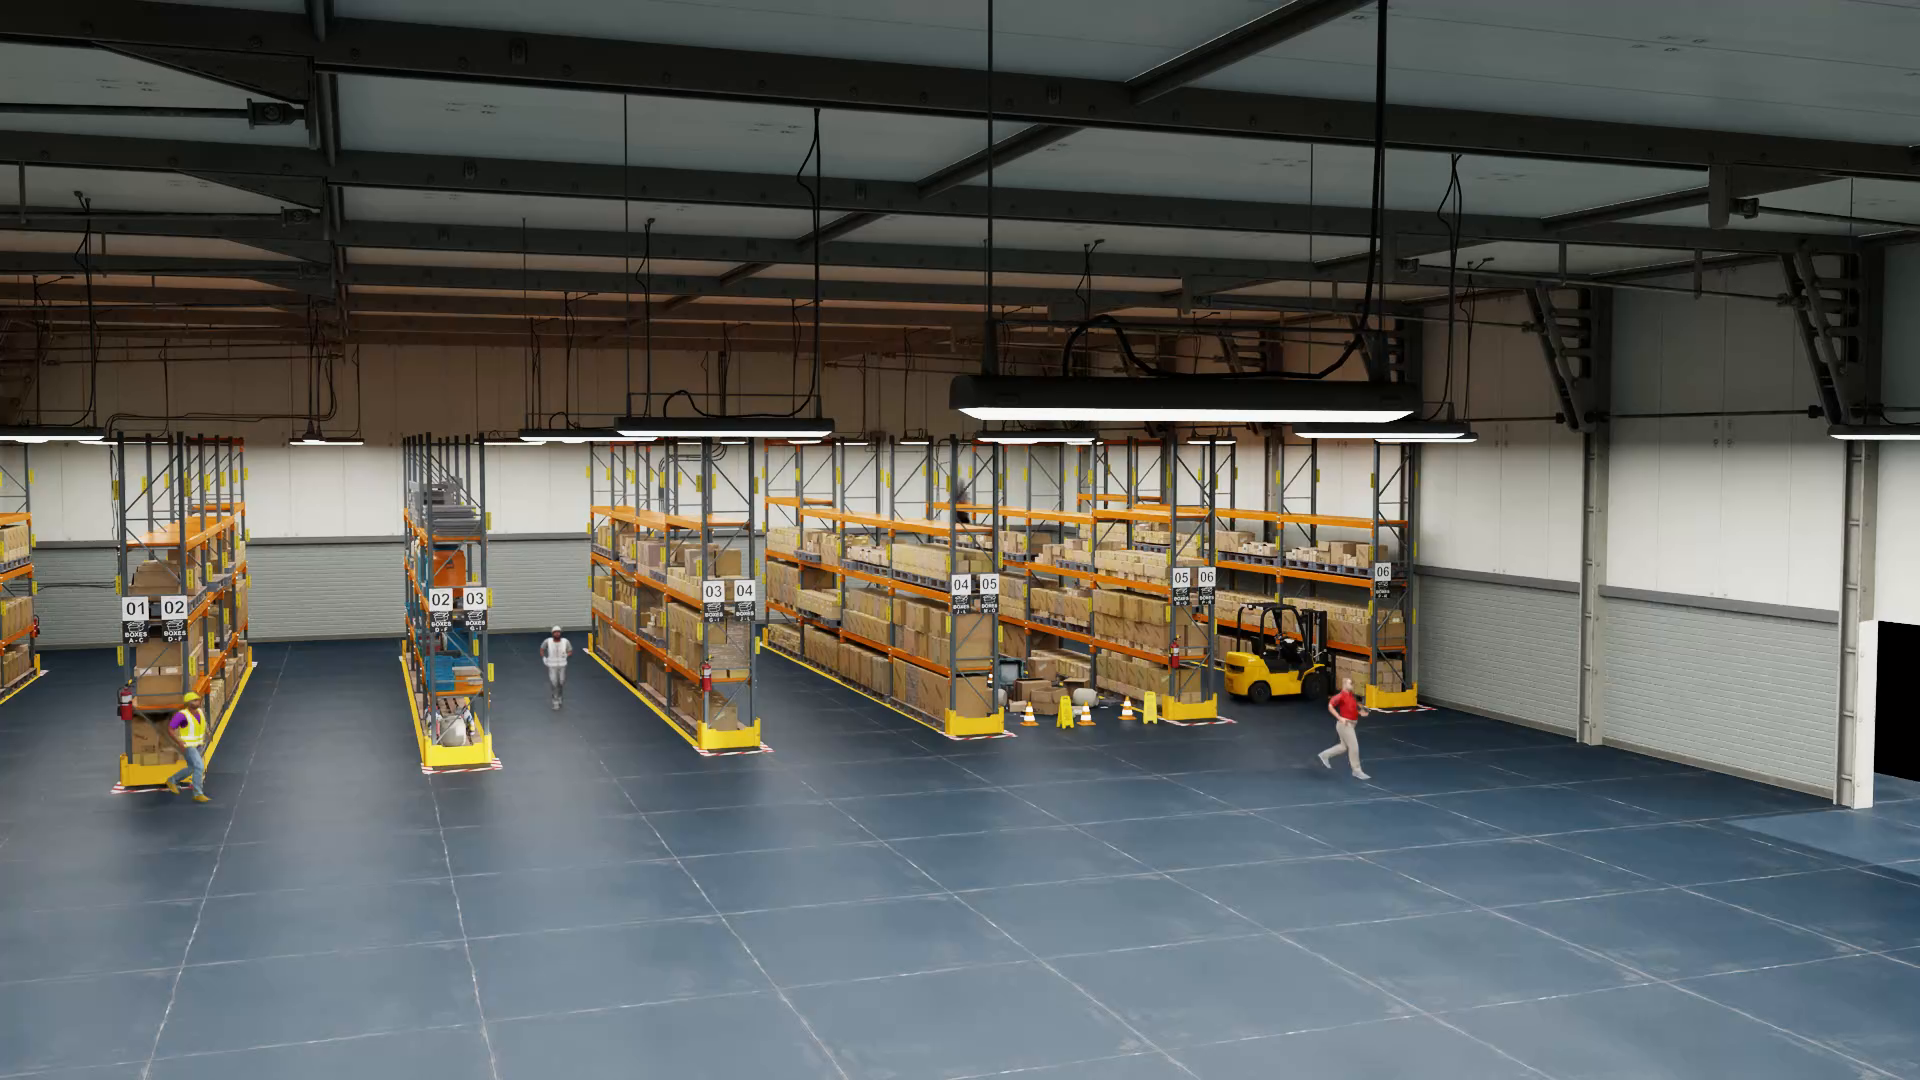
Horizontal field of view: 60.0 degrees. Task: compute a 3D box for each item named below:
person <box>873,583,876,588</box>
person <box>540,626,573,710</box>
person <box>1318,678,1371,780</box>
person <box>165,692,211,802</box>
[{"bbox_3d":[-2.518,2.153,50.722,0.700,1.524,0.630,-1,3,-14],"label":"person"},{"bbox_3d":[-8.881,2.807,36.674,0.685,1.830,0.776,-1,3,-22],"label":"person"},{"bbox_3d":[6.701,3.265,28.931,0.927,1.737,0.664,2,4,27],"label":"person"},{"bbox_3d":[-12.506,3.338,26.962,0.854,1.760,0.694,1,3,11],"label":"person"}]
